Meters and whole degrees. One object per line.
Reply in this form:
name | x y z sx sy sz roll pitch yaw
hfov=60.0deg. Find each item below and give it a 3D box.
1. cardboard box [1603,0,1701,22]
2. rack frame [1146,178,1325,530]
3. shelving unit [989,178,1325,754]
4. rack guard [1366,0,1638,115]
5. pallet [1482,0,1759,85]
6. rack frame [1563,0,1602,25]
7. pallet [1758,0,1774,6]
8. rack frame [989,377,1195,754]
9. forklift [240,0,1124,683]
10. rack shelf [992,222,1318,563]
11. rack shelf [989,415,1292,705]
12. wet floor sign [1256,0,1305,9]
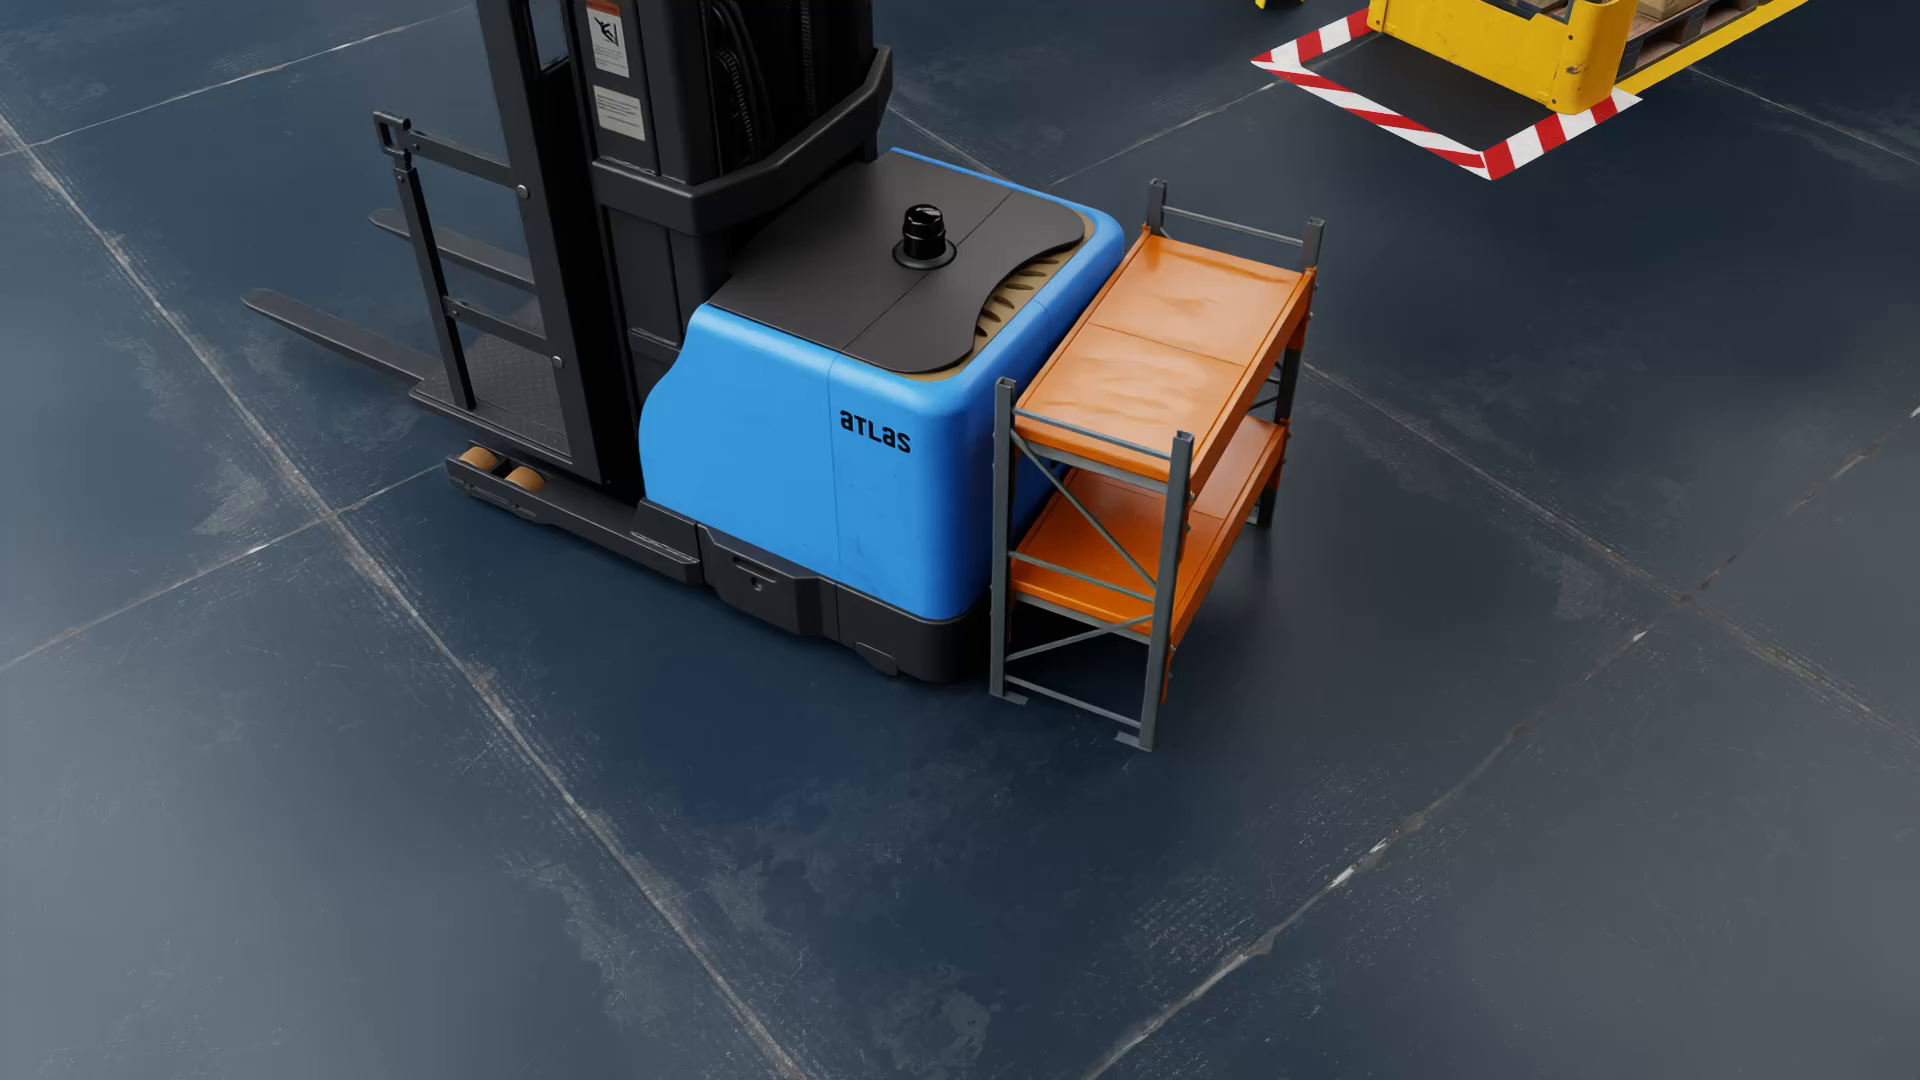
cardboard box | 3.135 -2.627 7.558 0.500 0.250 0.500 -30 51 -28
rack frame | 0.764 -0.526 4.989 0.500 1.125 0.032 19 46 19
shelving unit | 0.540 -0.214 4.656 0.538 1.125 1.048 19 46 19
rack guard | 2.397 -2.389 7.429 0.348 0.500 1.175 -30 51 -28
pallet | 3.043 -2.622 7.888 1.213 0.211 1.003 -30 51 -28
rack frame | 2.339 -3.267 6.537 0.127 3.000 1.000 -30 51 -28
pallet | 3.978 -3.155 8.455 1.213 0.211 1.003 -30 51 -28
rack frame | 0.316 0.098 4.324 0.500 1.125 0.032 19 46 19
forklift | -1.055 -1.422 4.623 3.031 2.935 1.130 22 48 22
rack shelf | 0.540 -0.427 4.456 0.538 0.278 1.000 19 46 19
rack shelf | 0.540 -0.036 4.824 0.538 0.278 1.000 19 46 19
wet floor sign | 1.507 -2.887 7.853 0.232 0.644 0.267 -14 45 -14
